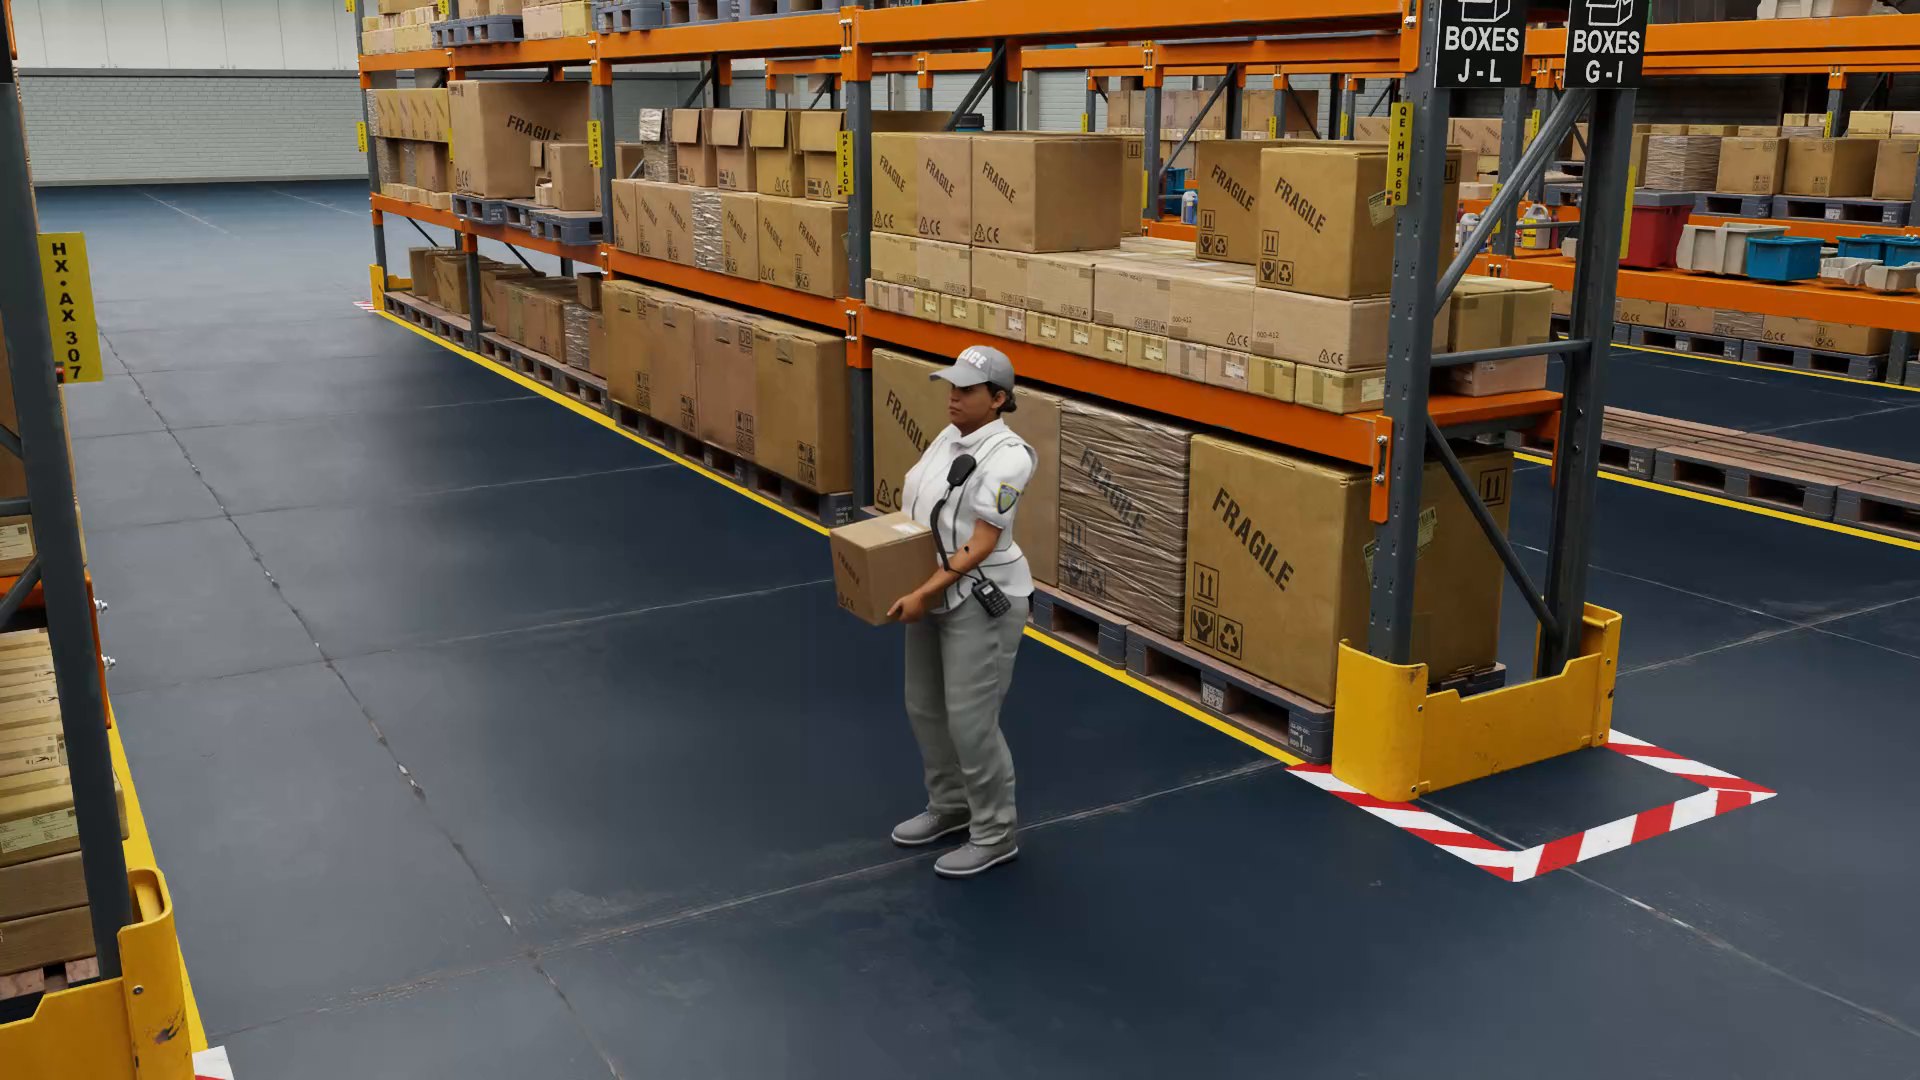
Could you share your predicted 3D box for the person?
[{"bbox_3d":[-0.049,0.222,5.202,0.535,1.654,0.452,-9,17,-29],"label":"person"}]
